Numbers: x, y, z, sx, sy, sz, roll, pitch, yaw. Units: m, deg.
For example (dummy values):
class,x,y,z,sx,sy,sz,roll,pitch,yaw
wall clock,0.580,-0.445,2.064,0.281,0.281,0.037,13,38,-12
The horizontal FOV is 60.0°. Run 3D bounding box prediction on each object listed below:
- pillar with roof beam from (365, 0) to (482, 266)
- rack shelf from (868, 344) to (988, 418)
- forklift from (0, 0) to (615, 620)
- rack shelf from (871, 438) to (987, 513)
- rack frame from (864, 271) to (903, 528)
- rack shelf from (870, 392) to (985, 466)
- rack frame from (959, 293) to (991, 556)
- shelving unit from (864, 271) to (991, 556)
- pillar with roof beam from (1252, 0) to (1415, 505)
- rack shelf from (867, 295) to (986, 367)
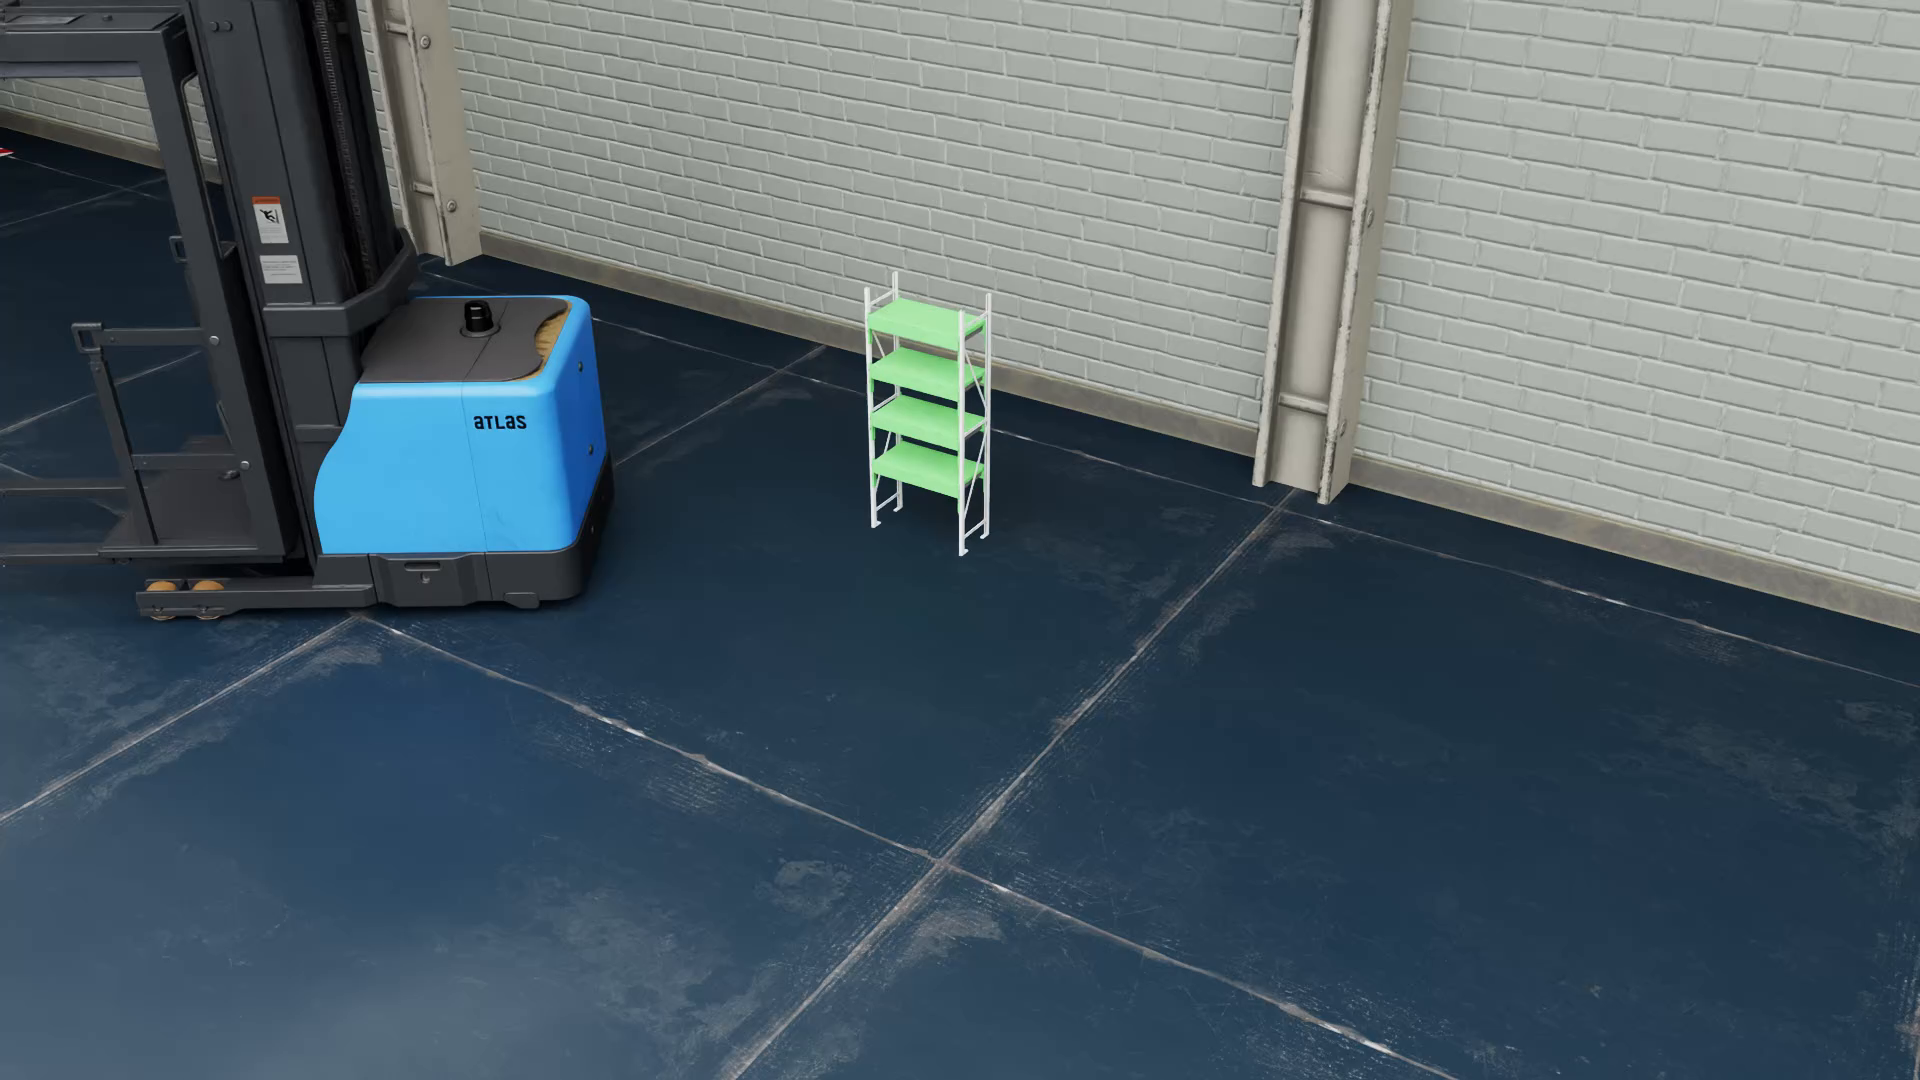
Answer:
class,x,y,z,sx,sy,sz,roll,pitch,yaw
pillar with roof beam,-5.679,-3.944,5.581,0.400,9.000,9.100,18,35,27
rack shelf,-0.140,-0.715,7.435,0.480,0.148,0.258,18,35,27
forklift,-3.160,-1.191,6.882,3.031,2.935,1.130,-1,30,-1
rack shelf,-0.140,-0.300,7.677,0.480,0.148,0.258,18,35,27
rack frame,-0.347,-0.628,7.636,0.015,1.200,0.240,18,35,27
rack shelf,-0.140,-0.507,7.556,0.480,0.148,0.258,18,35,27
rack frame,0.066,-0.497,7.412,0.015,1.200,0.240,18,35,27
shelving unit,-0.140,-0.563,7.524,0.503,1.200,0.258,18,35,27
pillar with roof beam,-0.598,-2.337,2.826,0.400,9.000,9.100,18,35,27
rack shelf,-0.140,-0.922,7.314,0.480,0.148,0.258,18,35,27
